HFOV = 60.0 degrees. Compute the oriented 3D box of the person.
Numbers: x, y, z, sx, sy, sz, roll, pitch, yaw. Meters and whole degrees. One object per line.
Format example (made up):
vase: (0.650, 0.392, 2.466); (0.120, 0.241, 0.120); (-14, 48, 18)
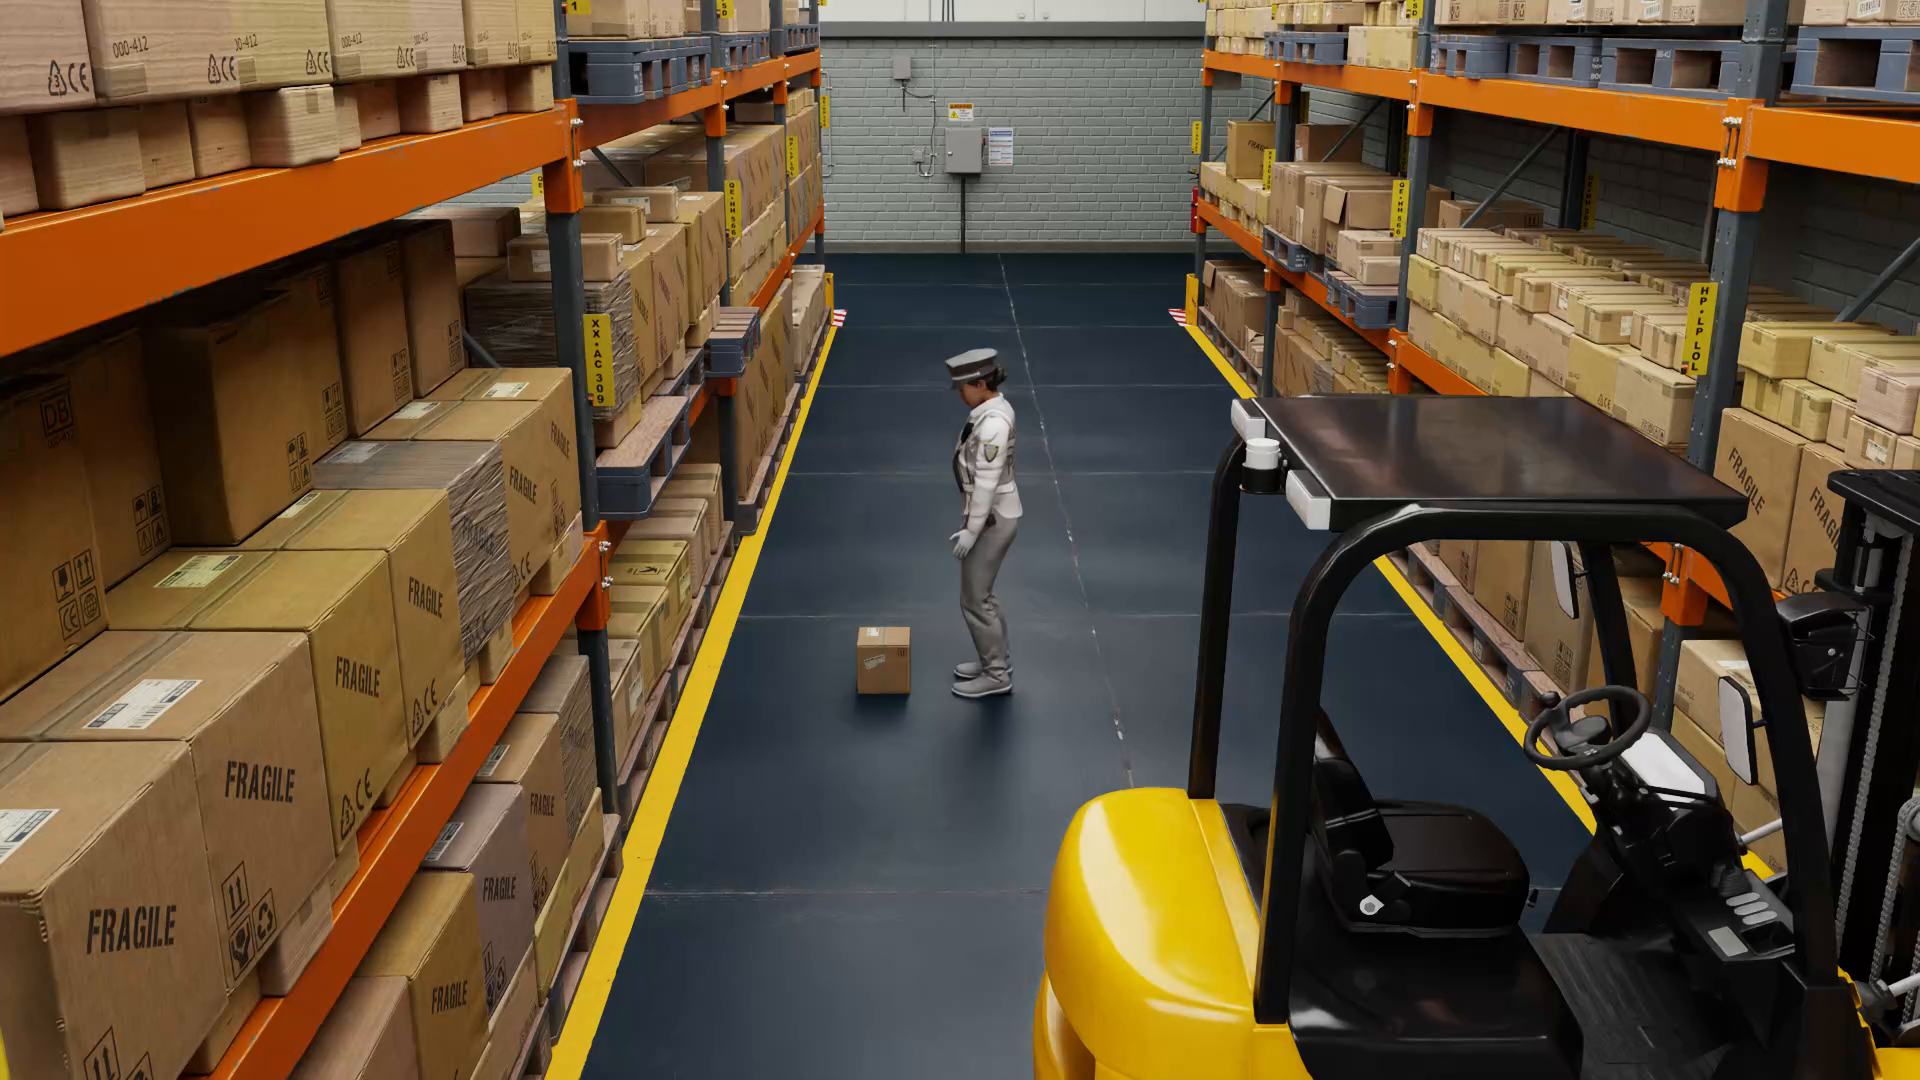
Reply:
person: (0.112, -0.076, 7.826); (0.366, 1.654, 0.482); (0, 17, 0)
